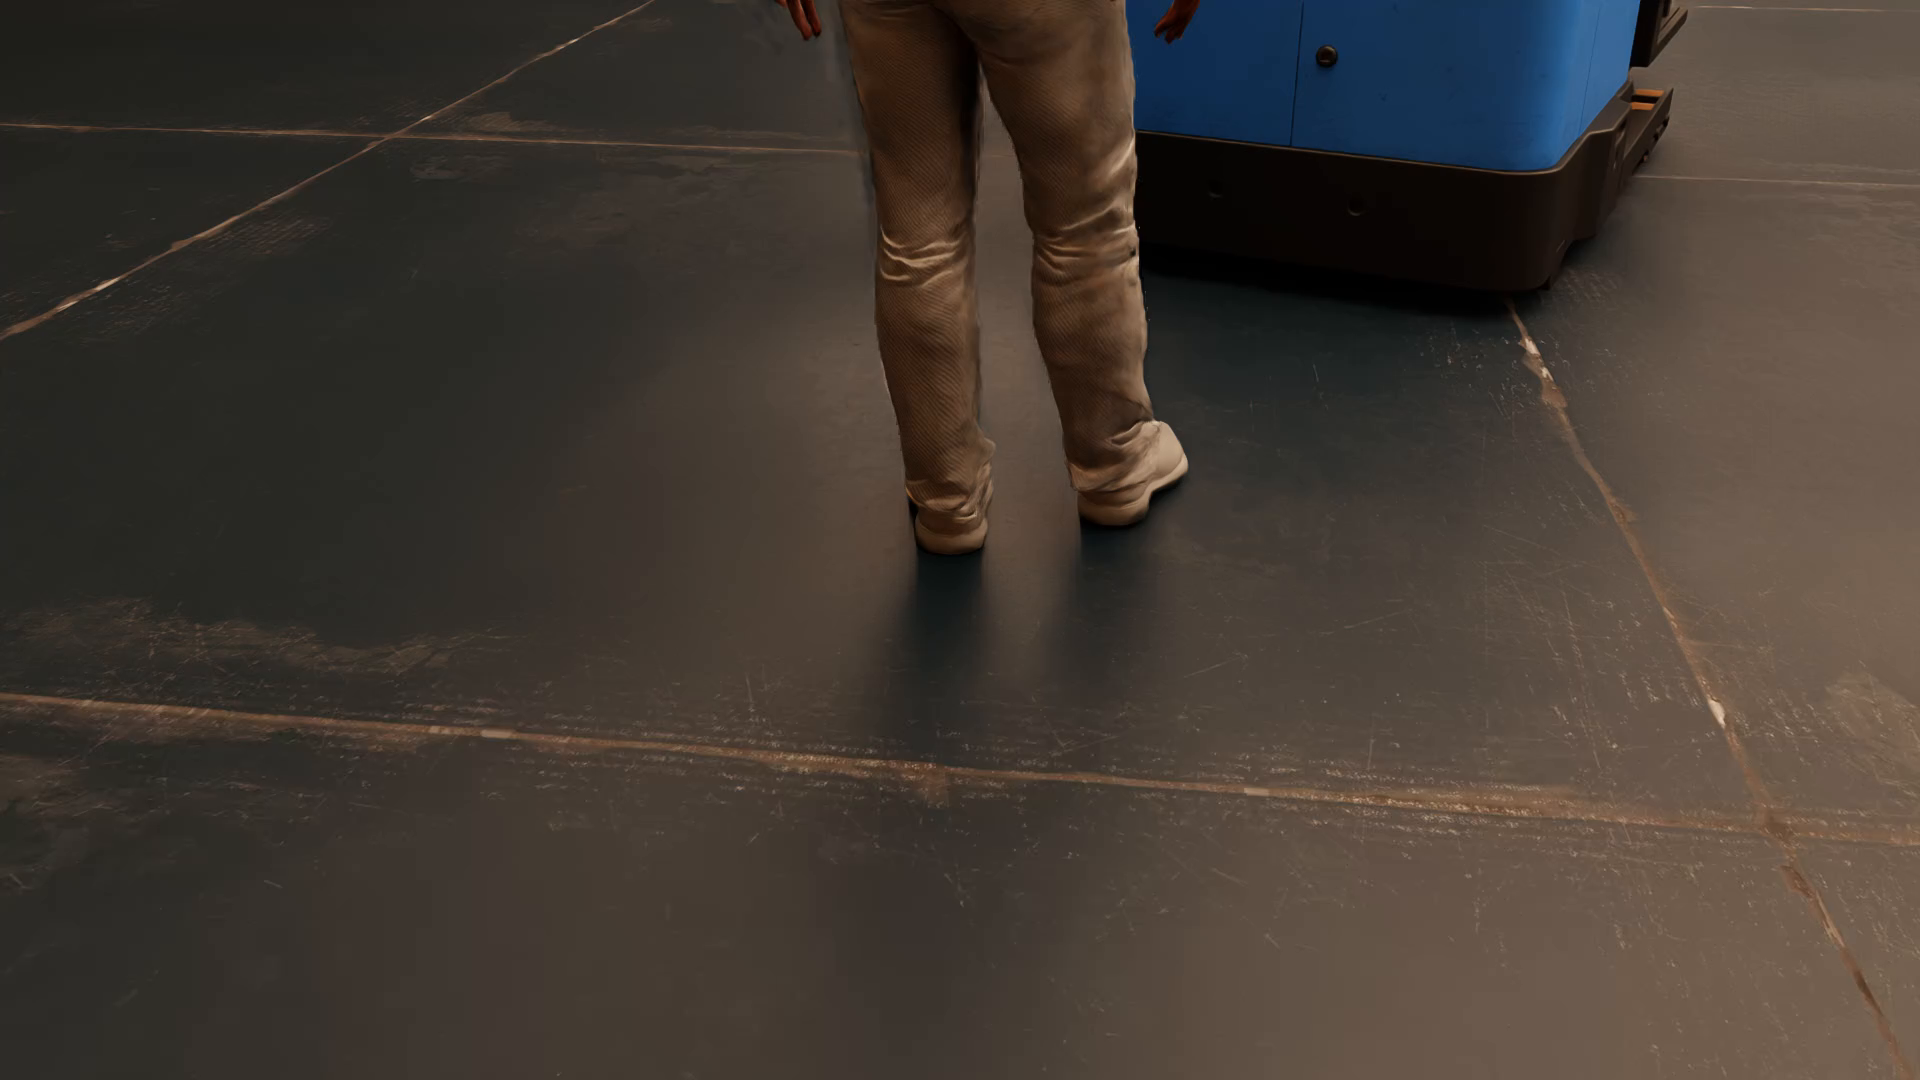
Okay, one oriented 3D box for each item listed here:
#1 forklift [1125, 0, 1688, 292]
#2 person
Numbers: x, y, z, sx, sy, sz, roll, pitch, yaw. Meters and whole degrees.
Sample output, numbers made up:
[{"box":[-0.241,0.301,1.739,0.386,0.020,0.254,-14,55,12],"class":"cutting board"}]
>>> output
[{"box":[1.377,-2.434,4.097,1.130,2.935,3.031,13,29,25],"class":"forklift"},{"box":[0.048,-0.837,2.190,0.661,1.768,0.638,13,29,25],"class":"person"}]
